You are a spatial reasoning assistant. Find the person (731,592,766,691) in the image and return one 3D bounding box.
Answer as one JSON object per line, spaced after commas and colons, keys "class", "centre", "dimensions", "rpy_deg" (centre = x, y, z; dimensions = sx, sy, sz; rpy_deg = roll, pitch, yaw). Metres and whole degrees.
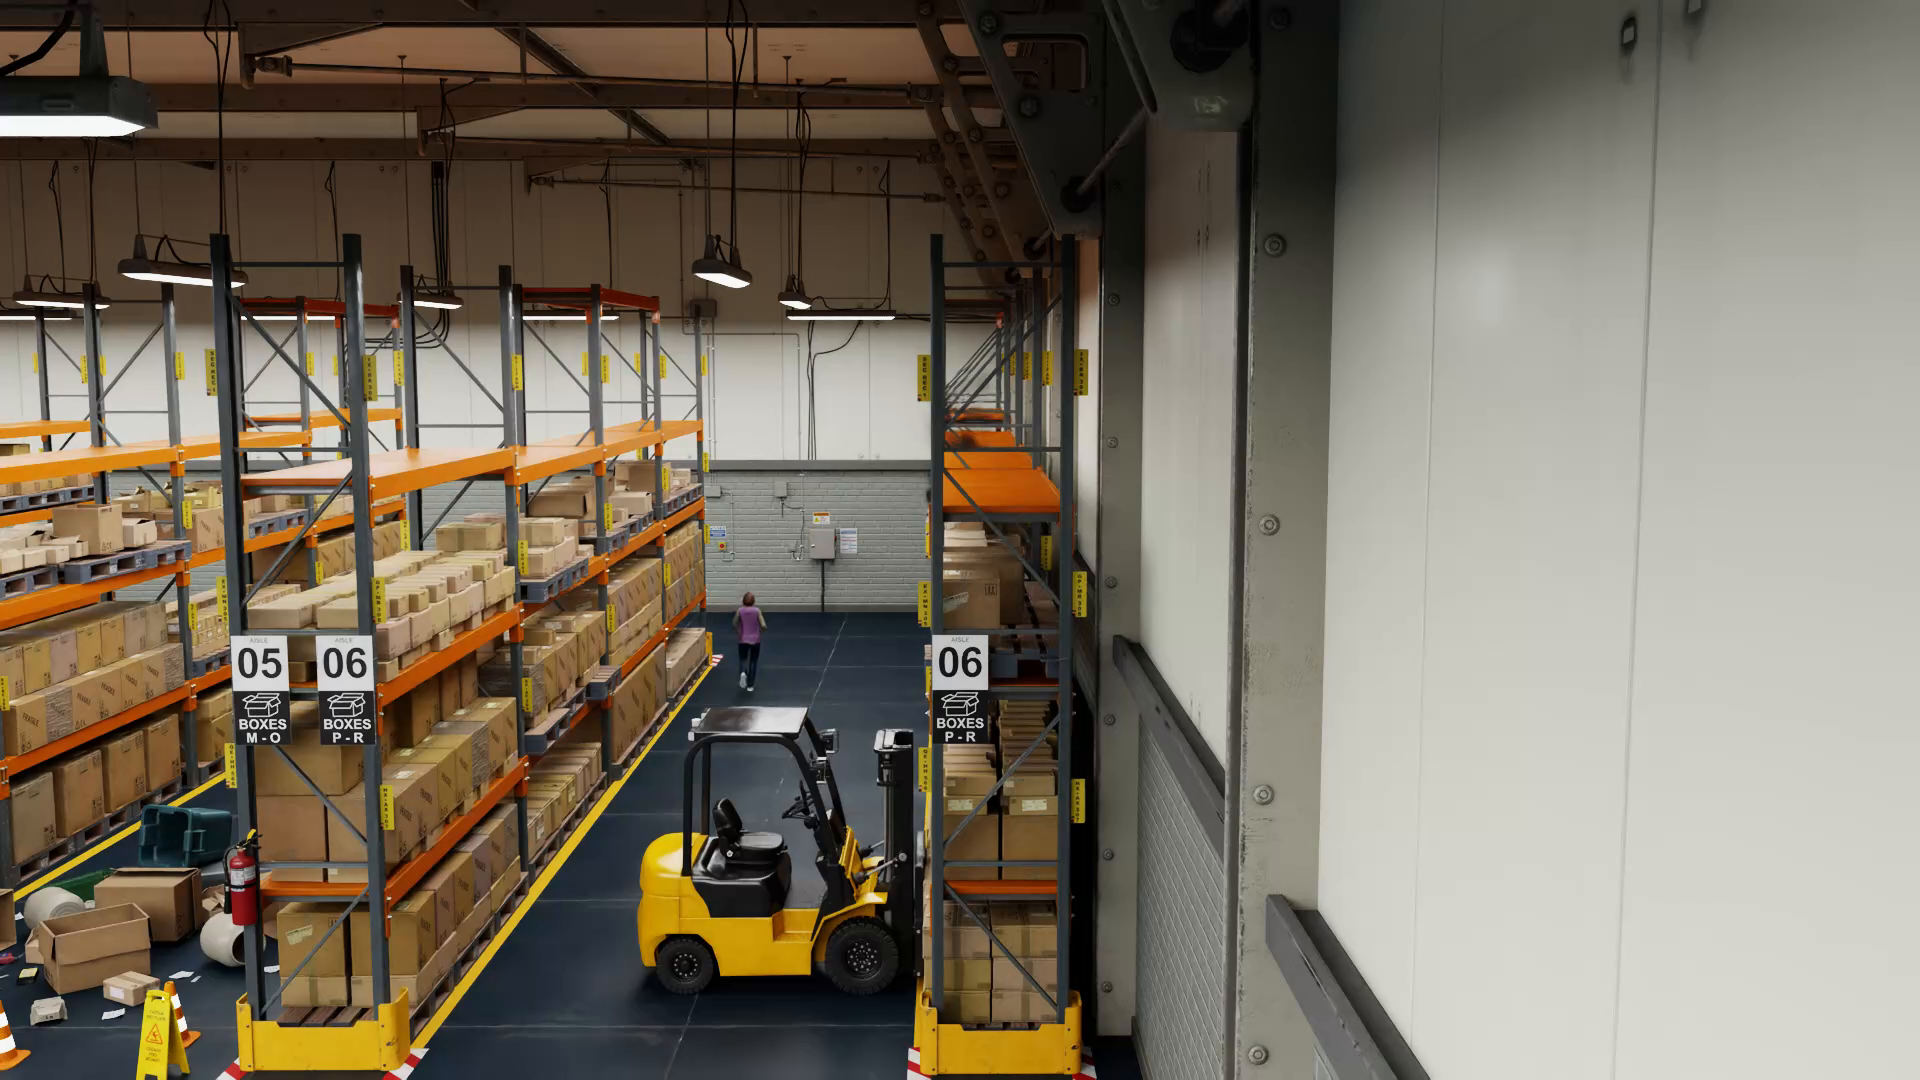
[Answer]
{"class": "person", "centre": [-3.245, 1.568, 25.630], "dimensions": [0.533, 1.549, 0.563], "rpy_deg": [0, 6, -3]}
